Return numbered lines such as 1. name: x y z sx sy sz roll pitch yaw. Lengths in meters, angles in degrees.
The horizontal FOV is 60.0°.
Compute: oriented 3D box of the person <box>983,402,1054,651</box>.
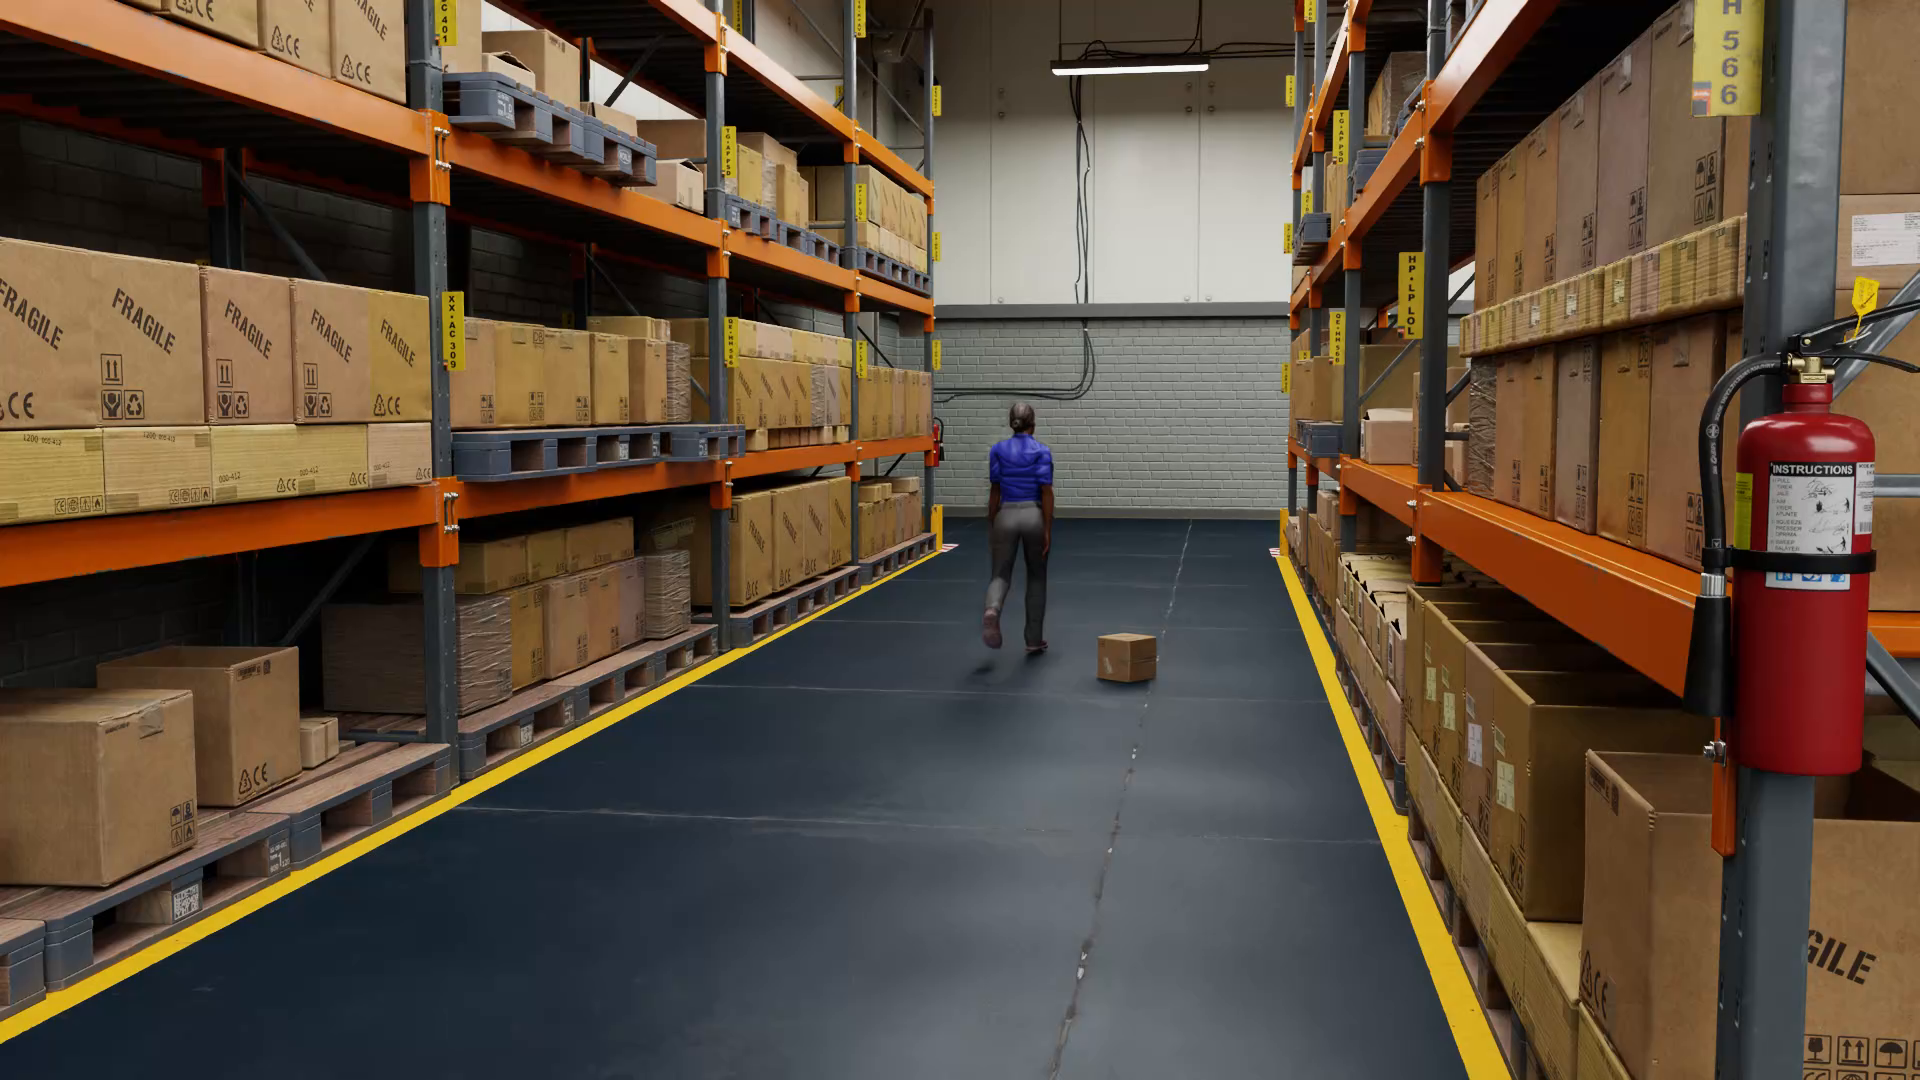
1. person: 0.377 -0.072 10.726 0.450 1.633 0.776 1 5 13
